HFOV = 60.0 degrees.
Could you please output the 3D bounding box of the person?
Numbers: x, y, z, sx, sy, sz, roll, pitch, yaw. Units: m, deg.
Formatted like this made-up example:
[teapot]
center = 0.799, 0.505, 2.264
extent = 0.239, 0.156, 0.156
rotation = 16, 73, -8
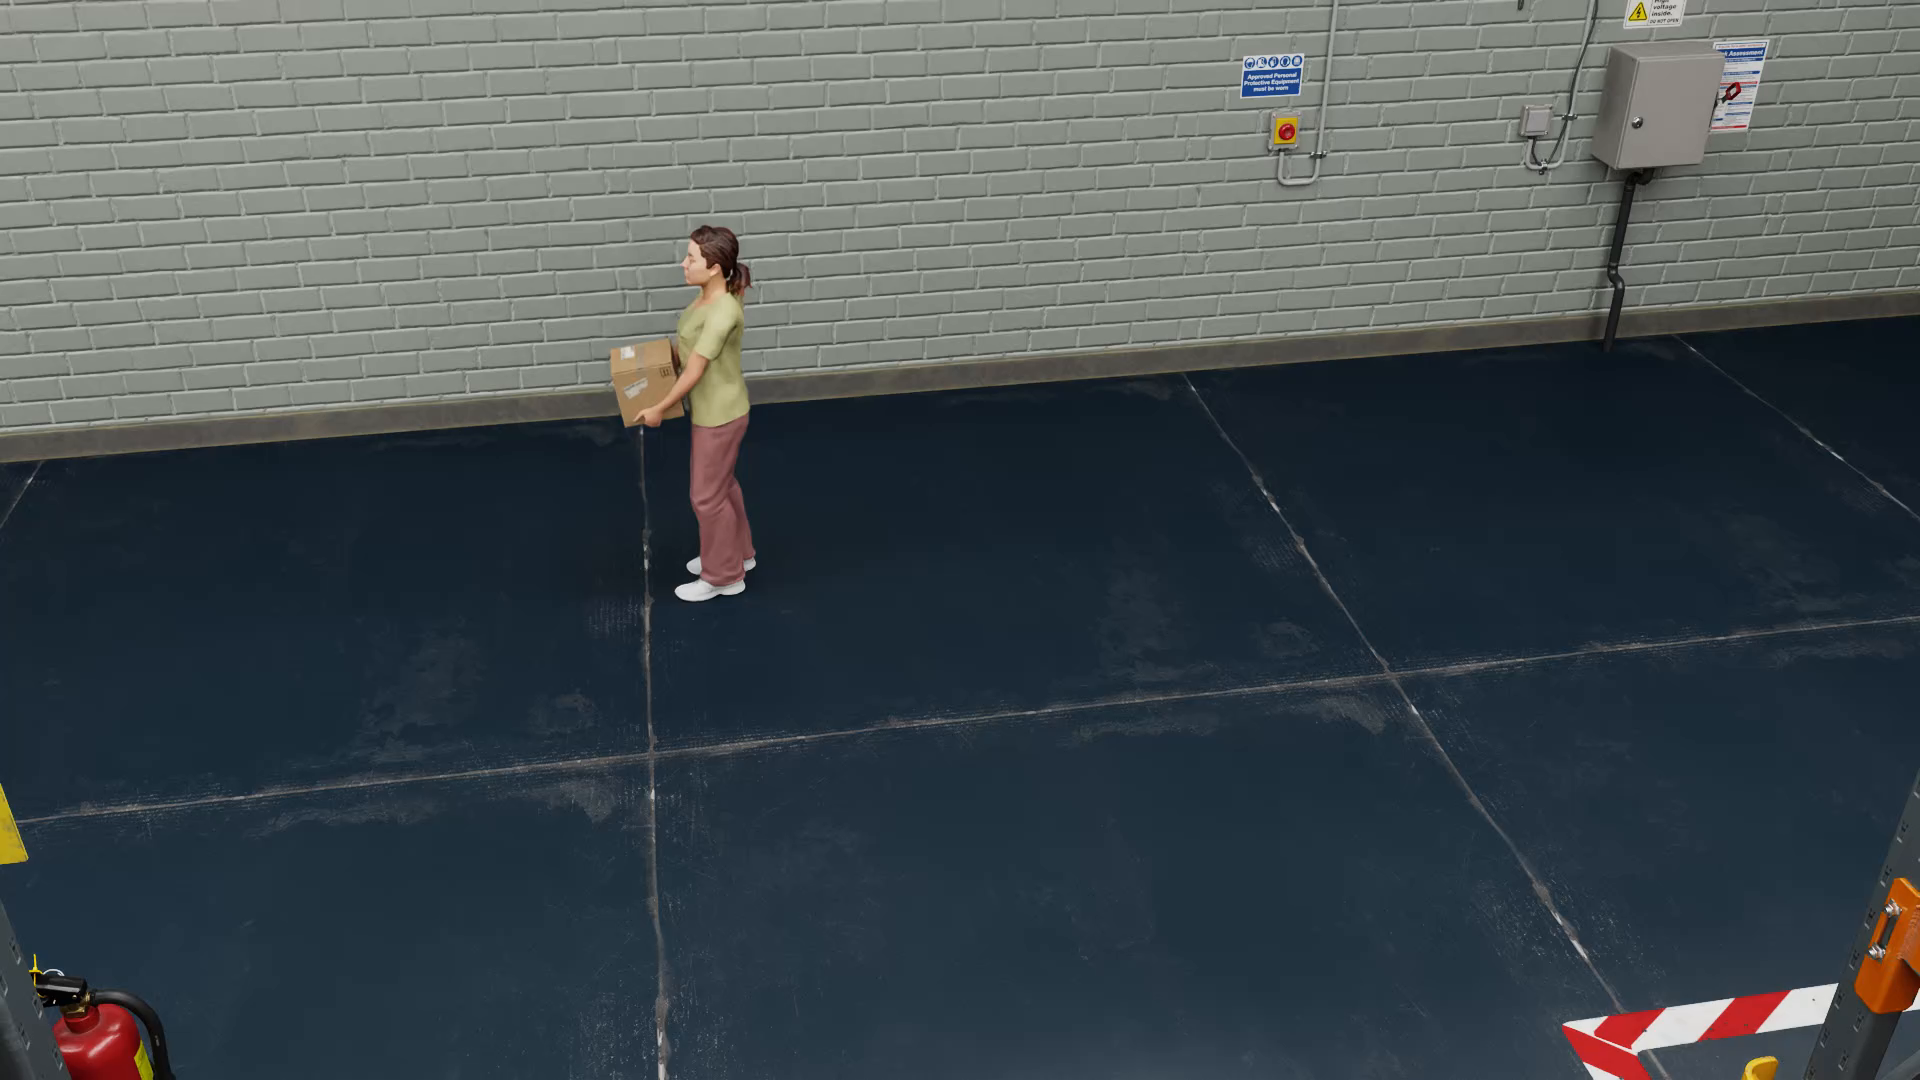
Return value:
[person]
center = -1.101, -0.519, 7.015
extent = 0.538, 1.668, 0.420
rotation = -5, 31, -9
